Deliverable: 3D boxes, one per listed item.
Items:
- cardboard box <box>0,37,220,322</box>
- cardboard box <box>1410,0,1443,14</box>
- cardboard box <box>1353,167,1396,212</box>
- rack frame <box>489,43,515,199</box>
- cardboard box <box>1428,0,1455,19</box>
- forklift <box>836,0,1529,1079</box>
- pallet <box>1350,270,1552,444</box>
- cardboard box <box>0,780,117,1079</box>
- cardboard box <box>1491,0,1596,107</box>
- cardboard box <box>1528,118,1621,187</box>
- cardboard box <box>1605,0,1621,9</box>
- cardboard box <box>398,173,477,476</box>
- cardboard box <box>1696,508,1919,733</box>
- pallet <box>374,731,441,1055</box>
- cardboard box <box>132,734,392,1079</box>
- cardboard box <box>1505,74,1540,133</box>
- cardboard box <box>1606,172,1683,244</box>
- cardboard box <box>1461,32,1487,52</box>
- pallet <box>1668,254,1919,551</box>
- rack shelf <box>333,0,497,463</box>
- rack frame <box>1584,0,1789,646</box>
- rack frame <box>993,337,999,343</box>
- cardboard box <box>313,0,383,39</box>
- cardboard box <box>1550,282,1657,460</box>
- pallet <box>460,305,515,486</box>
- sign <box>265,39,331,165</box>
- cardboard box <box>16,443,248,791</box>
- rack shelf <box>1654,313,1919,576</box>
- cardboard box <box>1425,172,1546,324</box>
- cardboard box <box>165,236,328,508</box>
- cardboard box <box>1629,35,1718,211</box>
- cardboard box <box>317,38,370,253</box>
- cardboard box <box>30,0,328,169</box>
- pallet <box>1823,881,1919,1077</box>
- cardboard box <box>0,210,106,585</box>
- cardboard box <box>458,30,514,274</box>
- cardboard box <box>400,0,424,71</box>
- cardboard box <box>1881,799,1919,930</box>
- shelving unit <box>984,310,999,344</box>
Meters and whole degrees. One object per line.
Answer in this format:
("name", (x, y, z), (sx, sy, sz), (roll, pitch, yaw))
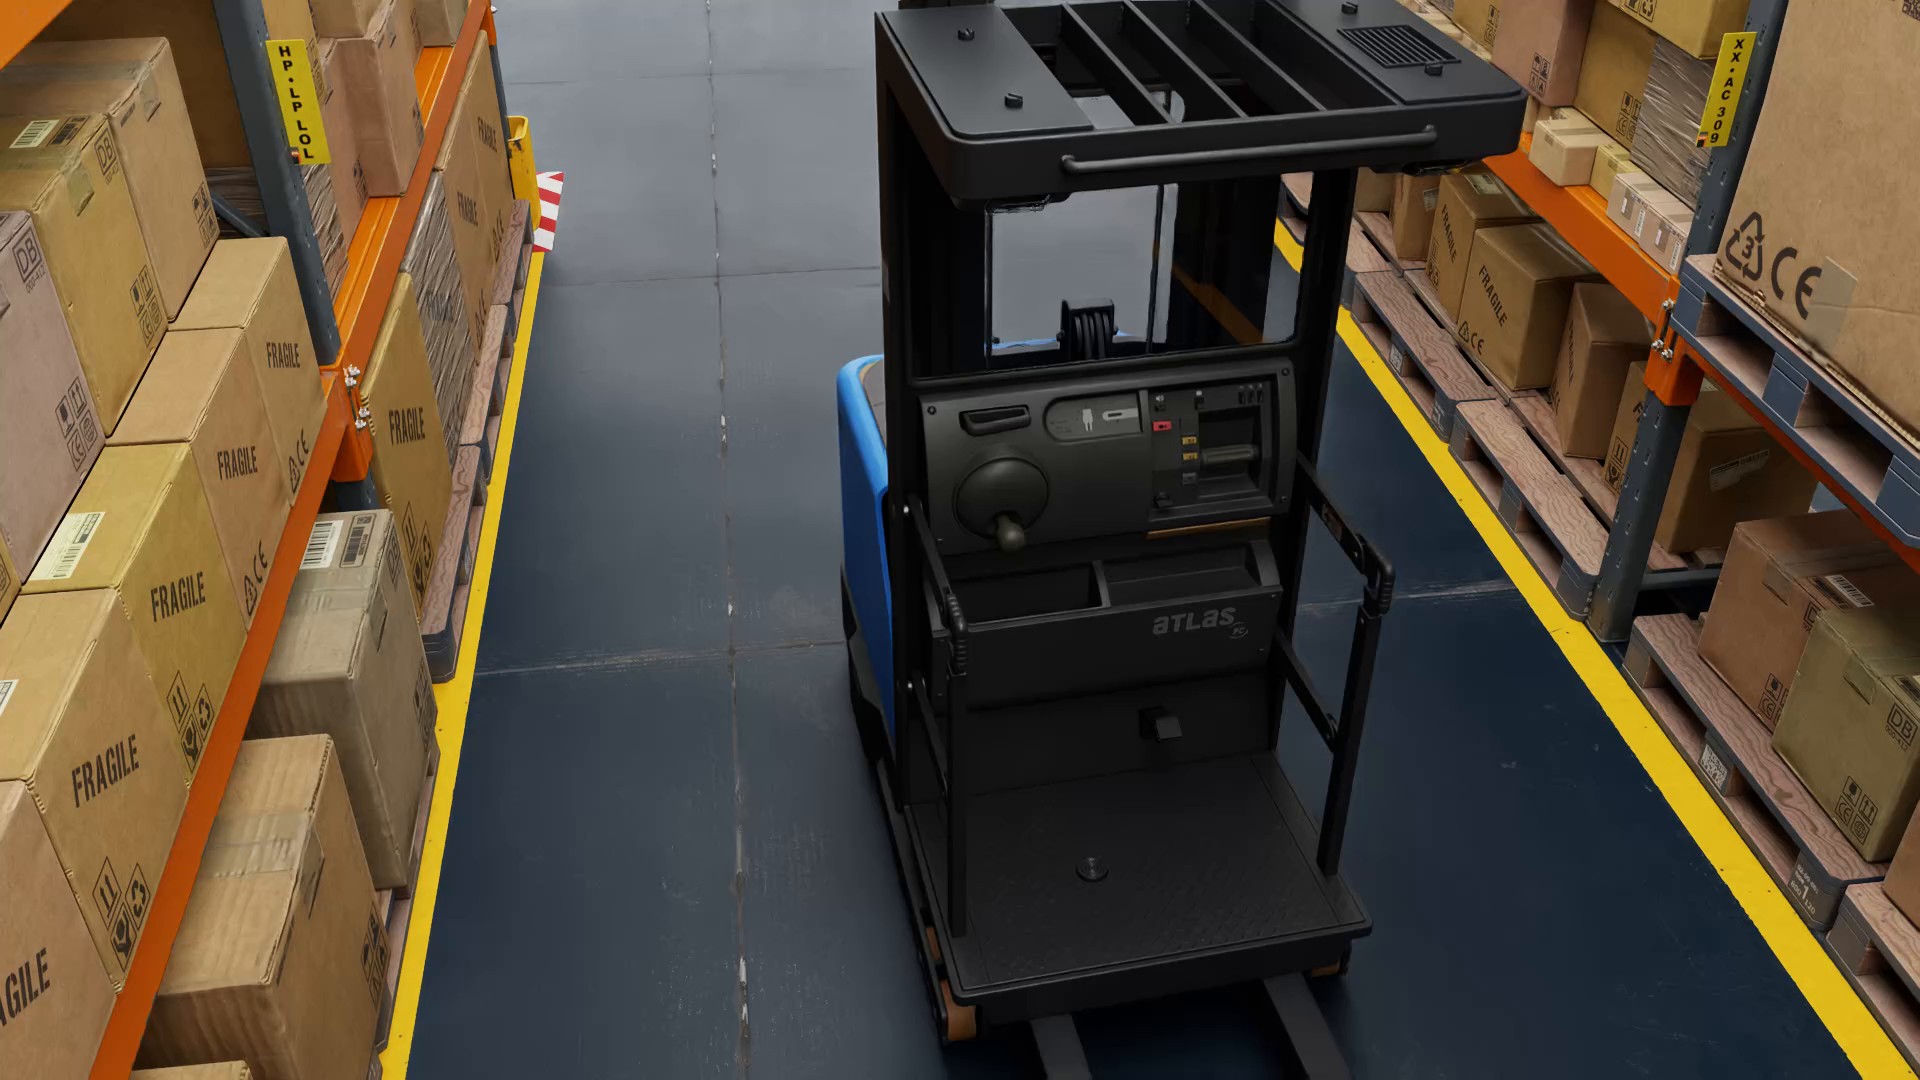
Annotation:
("cardboard box", (-2.167, -0.808, 3.795), (0.700, 0.500, 0.500), (-5, 35, -7))
("cardboard box", (2.128, -2.203, 7.043), (0.380, 0.149, 0.250), (-4, 35, -6))
("cardboard box", (2.219, -1.972, 8.327), (0.500, 0.500, 0.500), (2, 34, 2))
("rack frame", (-2.777, -2.862, 7.786), (1.000, 3.000, 0.127), (-4, 35, -6))
("cardboard box", (2.409, -2.484, 6.879), (0.875, 0.500, 0.500), (-4, 35, -6))
("forklift", (0.417, -0.141, 3.854), (1.130, 2.935, 3.031), (-7, 35, -10))
("pallet", (2.396, -0.851, 7.312), (1.003, 0.211, 1.213), (-4, 35, -6))
("cardboard box", (-1.633, 0.725, 2.434), (0.500, 0.500, 0.500), (-4, 35, -6))
("cardboard box", (2.491, -1.922, 6.054), (0.875, 0.500, 0.500), (-4, 35, -6))
("cardboard box", (2.227, -1.358, 5.803), (0.380, 0.149, 0.250), (-4, 35, -6))
("cardboard box", (2.287, -2.036, 5.333), (0.500, 0.500, 0.500), (-4, 35, -6))
("cardboard box", (-2.380, -0.785, 6.251), (0.875, 0.875, 0.875), (-4, 34, -6))
("cardboard box", (2.750, 0.246, 5.054), (0.700, 0.500, 0.500), (-7, 35, -10))
("pallet", (-2.061, 0.947, 4.673), (1.003, 0.211, 1.213), (-4, 35, -6))
("cardboard box", (-1.941, 1.004, 3.737), (1.050, 0.750, 0.750), (-4, 35, -6))
("cardboard box", (2.250, -1.644, 6.223), (0.380, 0.149, 0.250), (-4, 35, -6))
("cardboard box", (2.345, -1.083, 5.399), (0.380, 0.149, 0.250), (-4, 35, -6))
("cardboard box", (2.224, -1.927, 6.637), (0.380, 0.149, 0.250), (-4, 35, -6))
("pallet", (2.648, -0.432, 4.391), (1.003, 0.211, 1.213), (-4, 35, -6))
("rack shelf", (-2.508, -1.449, 6.351), (1.077, 0.370, 4.000), (-4, 35, -6))
("rack frame", (2.689, -0.949, 4.979), (1.000, 3.000, 0.127), (-4, 35, -6))
("rack frame", (0.015, -0.311, 5.907), (0.240, 0.900, 0.006), (-4, 35, -6))
("cardboard box", (-2.380, -1.957, 5.365), (0.875, 0.550, 0.550), (-4, 35, -6))
("cardboard box", (2.590, -0.635, 6.365), (0.500, 0.500, 0.500), (6, 35, 9))
("pallet", (-2.431, -0.590, 6.929), (1.003, 0.211, 1.213), (-4, 35, -6))
("sign", (-1.703, -1.122, 4.275), (0.100, 0.325, 0.005), (-4, 35, -6))
("cardboard box", (-1.768, 0.164, 3.258), (0.500, 0.500, 0.500), (-4, 34, -6))
("rack shelf", (2.958, 0.464, 3.544), (1.077, 0.370, 4.000), (-4, 35, -6))
("cardboard box", (2.398, -1.290, 7.327), (0.500, 0.500, 0.500), (-1, 34, -2))
("cardboard box", (-1.904, -0.400, 4.085), (0.500, 0.500, 0.500), (-5, 35, -7))
("cardboard box", (2.690, -1.369, 5.243), (0.875, 0.500, 0.500), (-4, 35, -6))
("cardboard box", (-2.397, -1.202, 5.217), (0.875, 0.550, 0.550), (-4, 35, -6))
("cardboard box", (-2.255, -1.347, 4.470), (0.875, 0.550, 0.550), (-4, 35, -6))
("pallet", (2.963, 1.320, 4.126), (1.003, 0.211, 1.213), (-4, 35, -6))
("cardboard box", (-2.028, -0.239, 2.960), (0.700, 0.500, 0.500), (-4, 34, -6))
("cardboard box", (-2.621, -1.784, 7.718), (0.875, 0.875, 0.875), (-4, 34, -6))
("cardboard box", (-2.636, -2.093, 6.525), (0.875, 0.550, 0.550), (-4, 35, -6))
("cardboard box", (2.872, 0.826, 4.203), (0.700, 0.500, 0.500), (-7, 35, -10))
("shelving unit", (0.001, -0.367, 5.990), (0.258, 0.900, 0.210), (-4, 35, -6))
